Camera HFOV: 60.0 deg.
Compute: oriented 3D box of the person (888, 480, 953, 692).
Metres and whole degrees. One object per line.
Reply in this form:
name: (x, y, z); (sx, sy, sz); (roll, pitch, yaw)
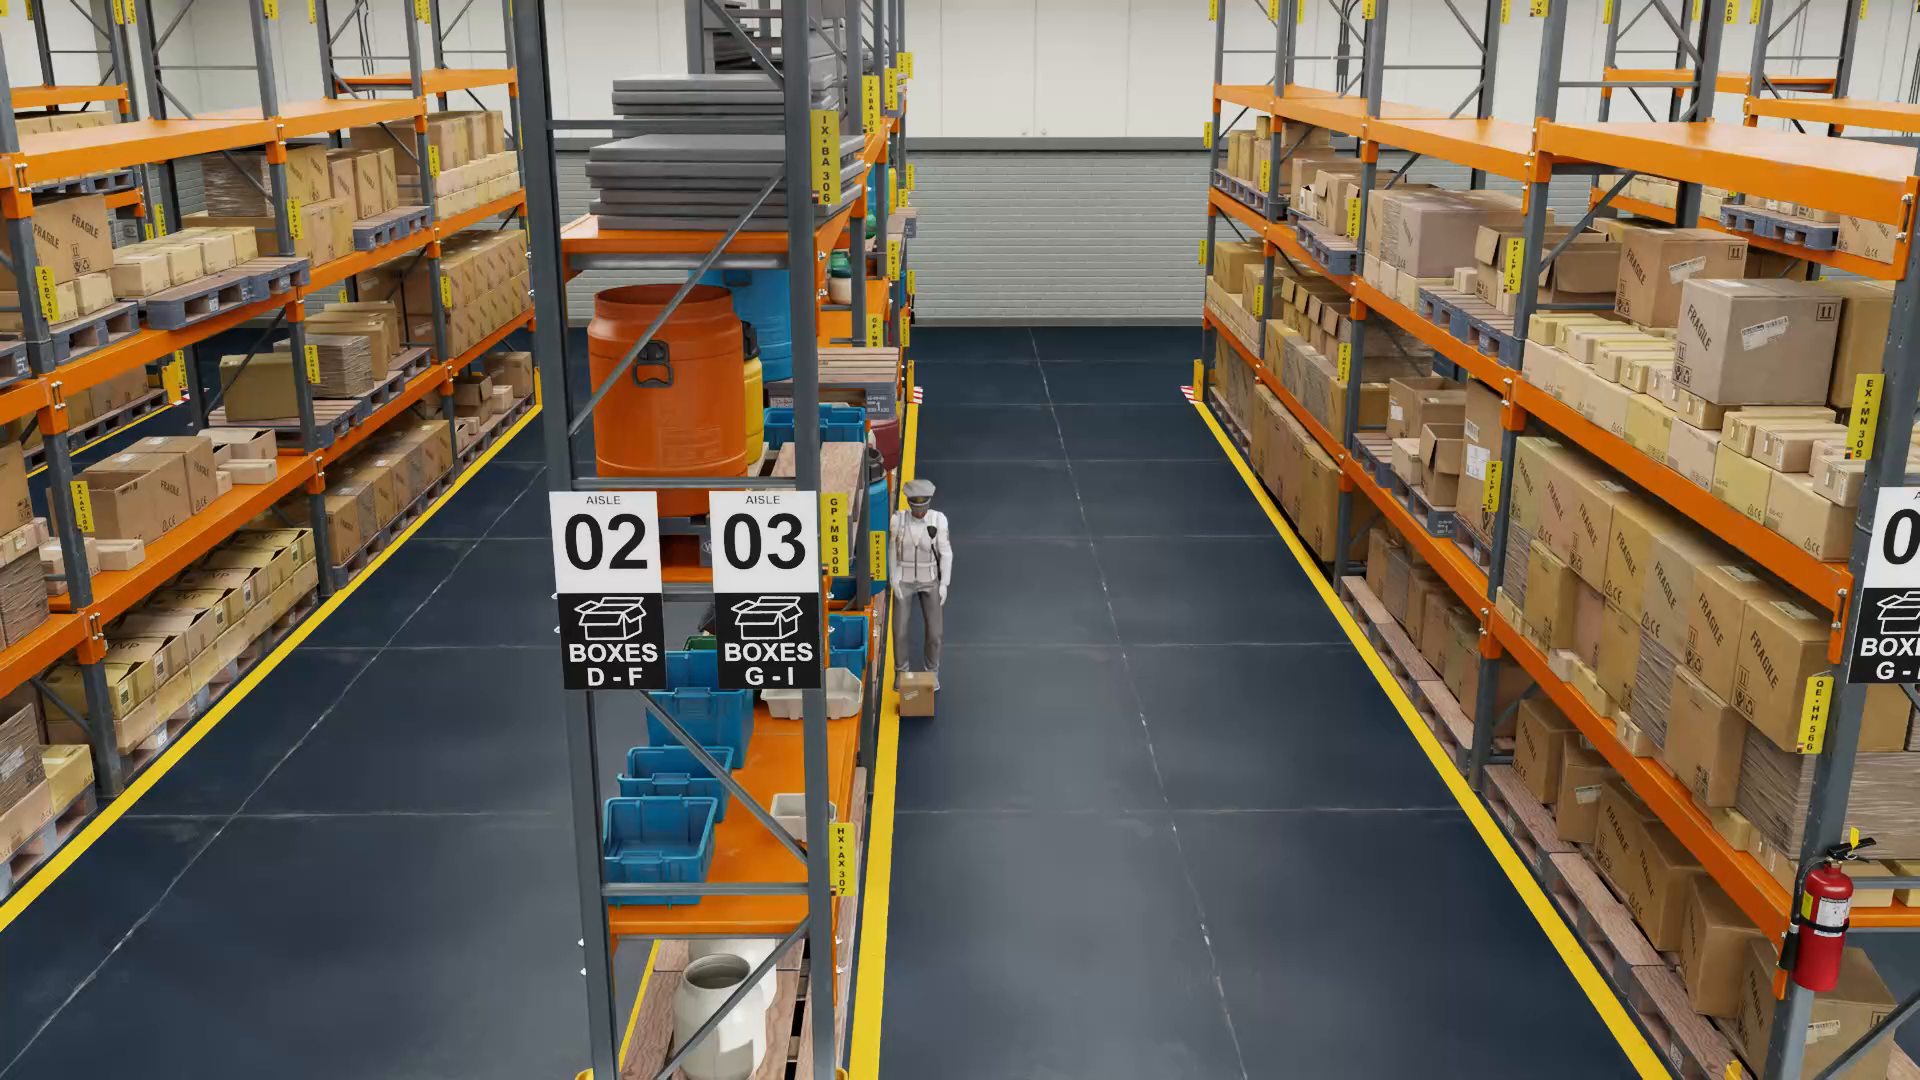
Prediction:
person: (-0.302, 0.344, 12.497); (0.492, 1.642, 0.412); (0, 17, 1)
